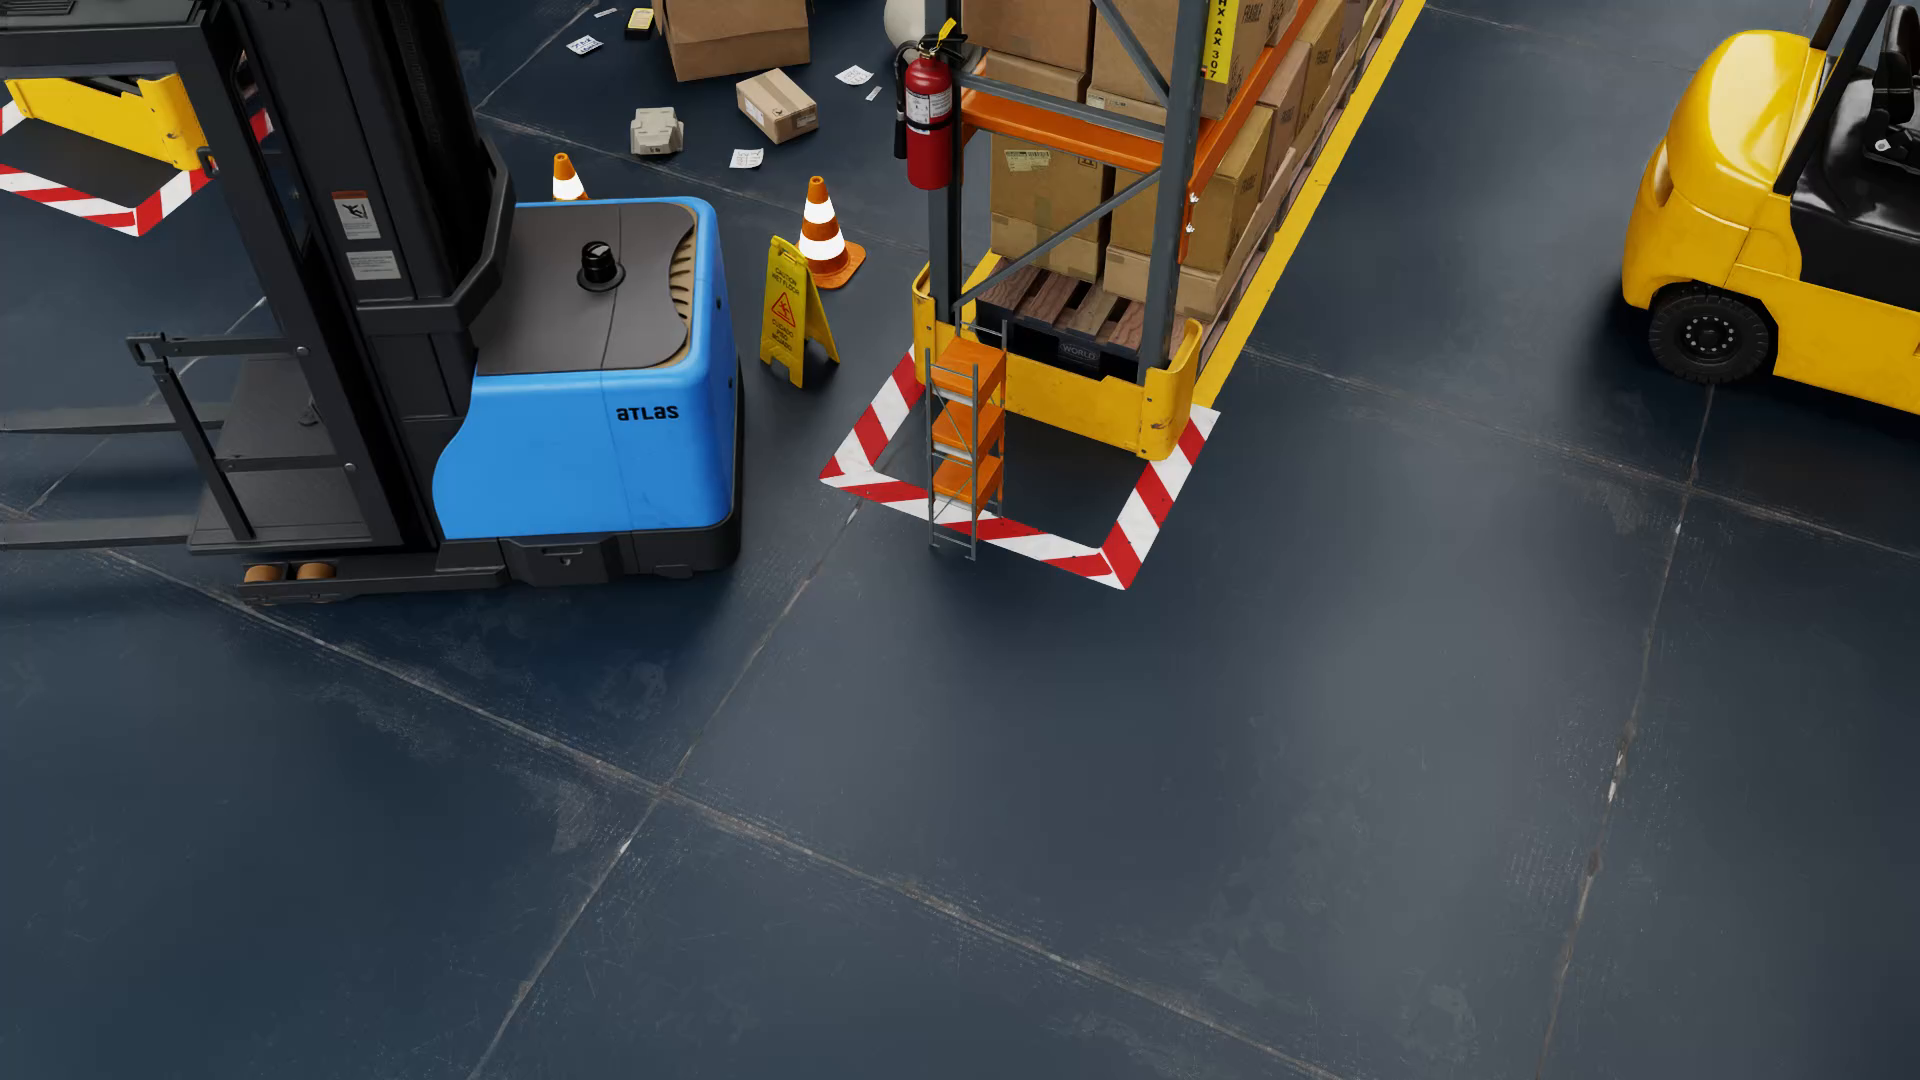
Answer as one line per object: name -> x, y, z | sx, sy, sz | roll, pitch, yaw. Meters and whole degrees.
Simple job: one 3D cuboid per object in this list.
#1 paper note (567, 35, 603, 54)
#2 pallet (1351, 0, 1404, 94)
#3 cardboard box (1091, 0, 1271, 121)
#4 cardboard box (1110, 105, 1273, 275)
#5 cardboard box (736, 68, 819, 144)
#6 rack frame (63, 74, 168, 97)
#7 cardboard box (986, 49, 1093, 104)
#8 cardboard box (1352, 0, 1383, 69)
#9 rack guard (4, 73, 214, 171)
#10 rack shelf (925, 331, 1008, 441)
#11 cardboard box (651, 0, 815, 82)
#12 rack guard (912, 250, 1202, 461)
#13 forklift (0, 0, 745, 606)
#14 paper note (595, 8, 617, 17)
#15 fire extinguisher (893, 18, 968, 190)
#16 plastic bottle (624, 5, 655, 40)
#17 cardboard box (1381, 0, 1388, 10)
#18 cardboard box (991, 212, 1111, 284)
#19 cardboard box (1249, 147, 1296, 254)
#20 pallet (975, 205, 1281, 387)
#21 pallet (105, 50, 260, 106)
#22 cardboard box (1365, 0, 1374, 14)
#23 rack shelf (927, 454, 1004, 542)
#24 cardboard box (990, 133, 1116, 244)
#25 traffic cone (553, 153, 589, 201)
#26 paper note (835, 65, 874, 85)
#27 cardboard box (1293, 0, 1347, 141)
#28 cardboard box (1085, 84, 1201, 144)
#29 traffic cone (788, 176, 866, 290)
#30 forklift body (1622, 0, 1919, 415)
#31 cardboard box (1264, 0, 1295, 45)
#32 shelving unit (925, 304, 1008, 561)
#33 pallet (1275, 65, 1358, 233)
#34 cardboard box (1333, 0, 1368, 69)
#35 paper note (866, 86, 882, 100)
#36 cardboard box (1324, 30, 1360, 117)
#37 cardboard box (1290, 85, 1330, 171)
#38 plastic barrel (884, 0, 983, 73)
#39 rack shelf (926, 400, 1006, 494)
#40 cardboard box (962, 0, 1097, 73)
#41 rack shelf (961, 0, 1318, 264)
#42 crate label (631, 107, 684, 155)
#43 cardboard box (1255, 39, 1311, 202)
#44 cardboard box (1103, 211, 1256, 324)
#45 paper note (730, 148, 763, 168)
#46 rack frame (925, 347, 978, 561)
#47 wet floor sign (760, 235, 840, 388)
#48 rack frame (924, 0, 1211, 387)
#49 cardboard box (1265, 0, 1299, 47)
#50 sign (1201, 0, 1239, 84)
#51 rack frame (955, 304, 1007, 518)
paper note -> -1.978, -2.613, 8.769 | 0.142, 0.017, 0.144 | -37, 59, -27
pallet -> 1.807, -2.912, 8.905 | 1.003, 0.211, 1.213 | 20, 52, 16
cardboard box -> 0.806, -1.900, 5.952 | 0.500, 0.500, 0.500 | 19, 52, 16
cardboard box -> 0.957, -1.506, 6.914 | 0.500, 0.500, 0.500 | 18, 52, 15
cardboard box -> -0.914, -2.171, 8.315 | 0.250, 0.149, 0.380 | -28, 55, -22
rack frame -> -4.165, -3.077, 7.214 | 1.000, 3.000, 0.127 | 20, 52, 16
cardboard box -> 0.320, -1.781, 6.276 | 0.380, 0.149, 0.250 | 21, 53, 17
cardboard box -> 1.834, -2.671, 8.398 | 0.500, 0.250, 0.500 | 19, 52, 15
rack guard -> -4.176, -2.250, 8.151 | 1.175, 0.500, 0.348 | 20, 52, 16
rack shelf -> 0.023, -0.554, 5.988 | 0.215, 0.259, 0.240 | 20, 52, 16
cardboard box -> -1.185, -2.760, 8.583 | 0.797, 0.503, 0.637 | -11, 51, -9
rack guard -> 0.386, -0.778, 6.899 | 1.175, 0.500, 0.348 | 20, 52, 16
forklift -> -2.389, -1.117, 5.591 | 3.031, 2.935, 1.130 | -3, 50, -2
paper note -> -1.914, -2.849, 8.982 | 0.123, 0.001, 0.032 | -28, 55, -22
fire extinguisher -> -0.112, -1.582, 5.992 | 0.296, 0.674, 0.183 | 20, 52, 16
plastic bottle -> -1.699, -2.782, 8.892 | 0.133, 0.061, 0.283 | 4, 50, 3
cardboard box -> 2.053, -3.041, 8.712 | 0.500, 0.250, 0.500 | 22, 53, 18
cardboard box -> 0.466, -1.441, 7.352 | 0.500, 0.250, 0.500 | 20, 52, 16
cardboard box -> 1.173, -1.595, 7.483 | 0.500, 0.250, 0.500 | 22, 53, 17
pallet -> 0.765, -1.232, 7.475 | 1.003, 0.211, 1.213 | 20, 52, 16
pallet -> -3.895, -2.749, 8.766 | 1.003, 0.211, 1.213 | 20, 52, 16
cardboard box -> 1.836, -2.933, 8.128 | 0.500, 0.500, 0.500 | 21, 53, 17
rack shelf -> 0.023, -0.190, 6.416 | 0.215, 0.259, 0.240 | 20, 52, 16
cardboard box -> 0.460, -1.660, 7.046 | 0.500, 0.500, 0.500 | 20, 53, 16
traffic cone -> -1.778, -1.556, 7.586 | 0.336, 0.463, 0.334 | 20, 52, 16
paper note -> -0.544, -2.404, 8.599 | 0.142, 0.019, 0.148 | -37, 59, -27
cardboard box -> 1.399, -2.210, 7.513 | 0.500, 0.500, 0.500 | 21, 53, 17
cardboard box -> 0.686, -1.621, 6.140 | 0.380, 0.149, 0.250 | 20, 52, 16
traffic cone -> -0.629, -1.429, 7.478 | 0.336, 0.463, 0.334 | 20, 52, 16
forklift body -> 4.003, -1.548, 6.470 | 2.313, 2.155, 1.214 | 20, 52, 16
cardboard box -> 1.025, -2.258, 6.256 | 0.500, 0.500, 0.500 | 21, 53, 17
shelving unit -> 0.023, -0.377, 6.196 | 0.215, 1.050, 0.252 | 20, 52, 16
pallet -> 1.287, -2.069, 8.187 | 1.003, 0.211, 1.213 | 20, 52, 16
cardboard box -> 1.619, -2.581, 7.829 | 0.500, 0.500, 0.500 | 22, 53, 18
paper note -> -0.439, -2.284, 8.502 | 0.032, 0.001, 0.123 | 20, 52, 16
cardboard box -> 1.613, -2.322, 8.101 | 0.500, 0.250, 0.500 | 21, 53, 17
cardboard box -> 1.394, -1.975, 7.806 | 0.500, 0.250, 0.500 | 23, 53, 18
plastic barrel -> -0.133, -2.616, 8.513 | 0.421, 0.421, 0.512 | -19, 52, -16
rack shelf -> 0.023, -0.370, 6.205 | 0.215, 0.259, 0.240 | 20, 52, 16
cardboard box -> 0.336, -2.128, 6.145 | 0.500, 0.500, 0.500 | 19, 52, 15
rack shelf -> 1.208, -2.680, 7.348 | 1.077, 0.370, 4.000 | 20, 52, 16
crate label -> -1.498, -2.012, 8.188 | 0.250, 0.136, 0.298 | -4, 50, -3
cardboard box -> 1.177, -1.867, 7.222 | 0.500, 0.500, 0.500 | 18, 52, 15
cardboard box -> 0.948, -1.246, 7.186 | 0.500, 0.250, 0.500 | 19, 52, 16
paper note -> -1.043, -1.872, 8.138 | 0.148, 0.019, 0.142 | 4, 50, 3
rack frame -> -0.029, -0.293, 6.125 | 0.200, 1.050, 0.008 | 20, 52, 16
wet floor sign -> -0.695, -0.990, 6.984 | 0.232, 0.644, 0.267 | -37, 59, -27
rack frame -> 0.353, -1.536, 5.902 | 1.000, 3.000, 0.127 | 20, 52, 16
cardboard box -> 1.117, -2.115, 6.561 | 0.380, 0.149, 0.250 | 21, 53, 17
sign -> 0.844, -1.640, 5.422 | 0.100, 0.325, 0.005 | 20, 52, 16
rack frame -> 0.075, -0.461, 6.268 | 0.200, 1.050, 0.008 | 20, 52, 16
